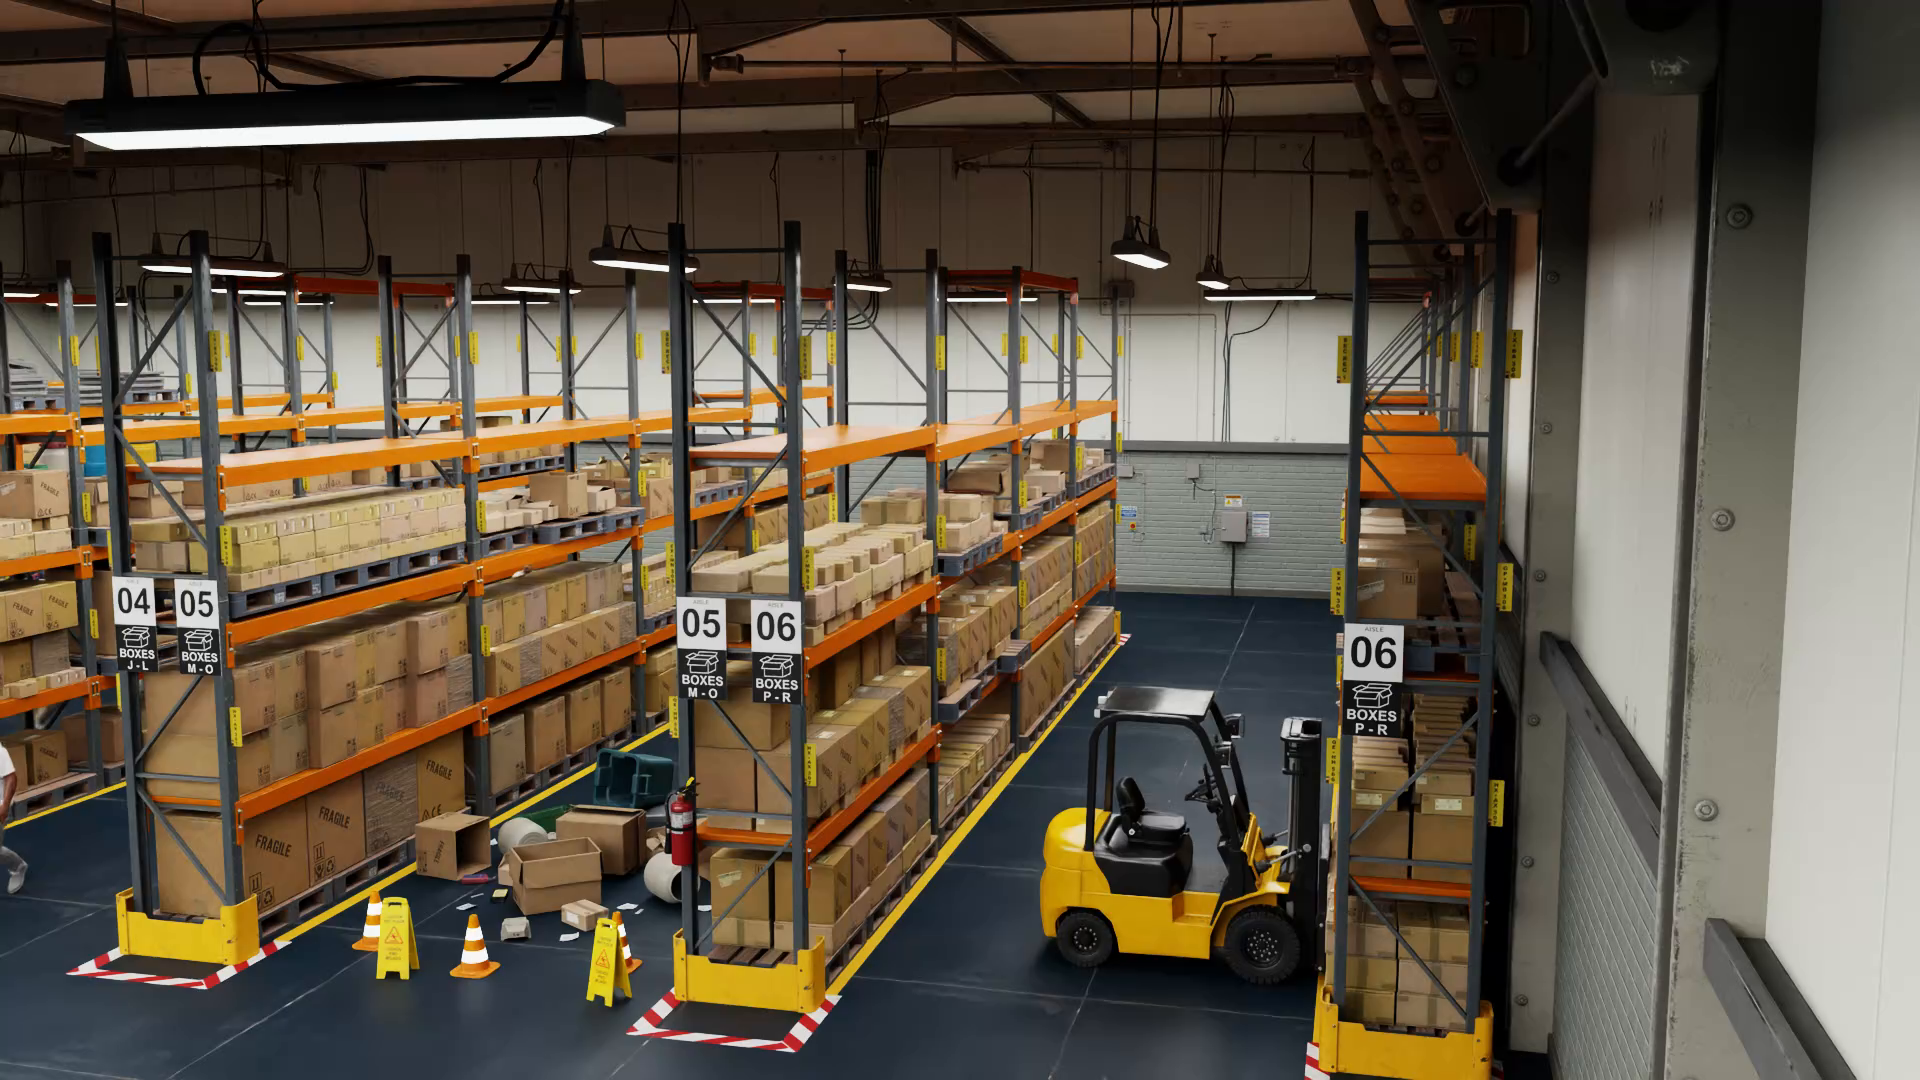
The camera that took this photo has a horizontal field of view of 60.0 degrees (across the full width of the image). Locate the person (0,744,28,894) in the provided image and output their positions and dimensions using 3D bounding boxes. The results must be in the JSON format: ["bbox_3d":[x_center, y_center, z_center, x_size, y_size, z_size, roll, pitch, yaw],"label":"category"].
[{"bbox_3d":[-8.932,2.452,15.294,0.672,1.746,0.619,2,7,15],"label":"person"}]

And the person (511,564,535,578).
[{"bbox_3d":[-6.913,1.078,26.482,0.530,1.712,1.099,1,7,11],"label":"person"}]

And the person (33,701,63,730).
[{"bbox_3d":[-11.912,1.696,21.461,0.597,1.715,0.494,3,8,24],"label":"person"}]

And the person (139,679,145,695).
[{"bbox_3d":[-11.756,1.430,23.967,0.425,1.614,0.961,0,7,2],"label":"person"}]
